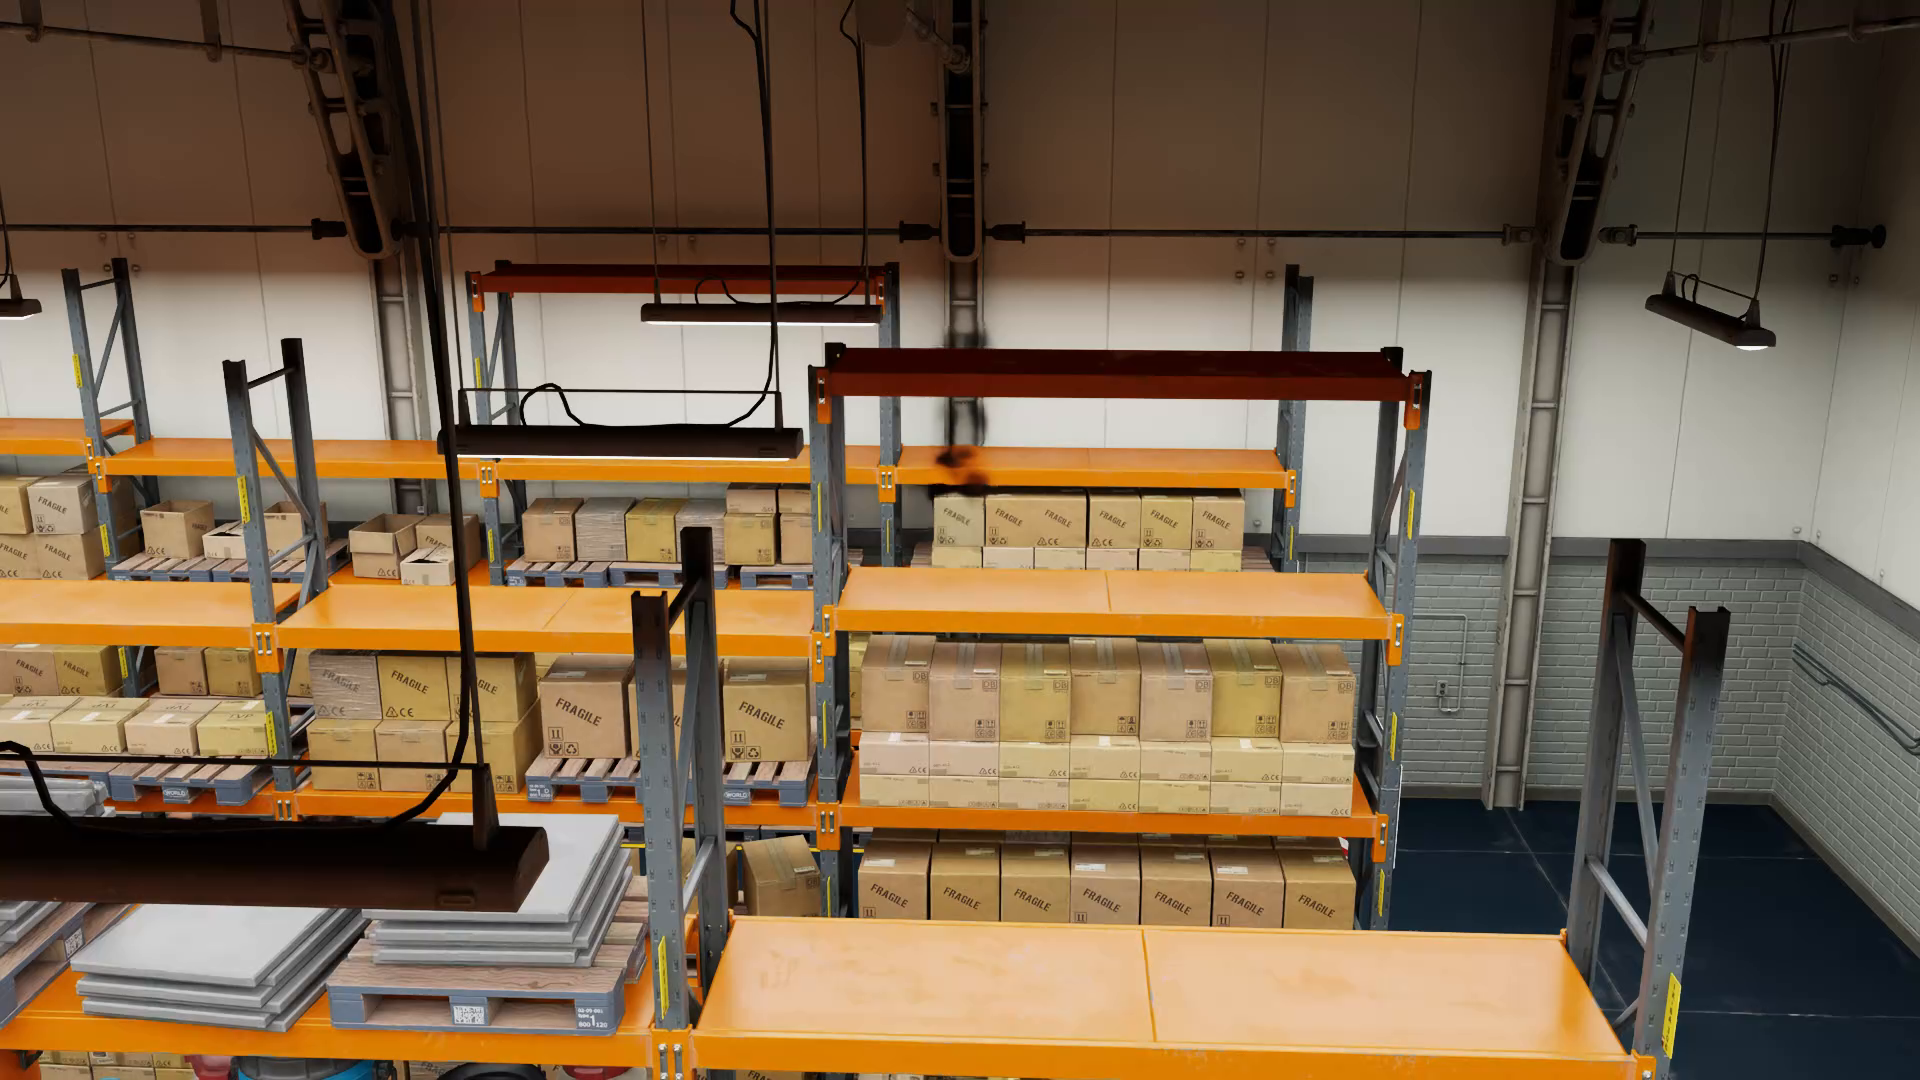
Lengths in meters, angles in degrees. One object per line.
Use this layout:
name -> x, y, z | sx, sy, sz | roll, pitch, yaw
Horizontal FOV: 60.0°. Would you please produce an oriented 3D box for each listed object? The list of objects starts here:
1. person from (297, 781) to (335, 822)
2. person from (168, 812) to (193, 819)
person -> -5.836, 2.940, 15.674 | 0.887, 1.591, 0.735 | -6, 17, -20
person -> -6.713, 3.138, 14.825 | 0.804, 1.644, 0.644 | -1, 16, -4
